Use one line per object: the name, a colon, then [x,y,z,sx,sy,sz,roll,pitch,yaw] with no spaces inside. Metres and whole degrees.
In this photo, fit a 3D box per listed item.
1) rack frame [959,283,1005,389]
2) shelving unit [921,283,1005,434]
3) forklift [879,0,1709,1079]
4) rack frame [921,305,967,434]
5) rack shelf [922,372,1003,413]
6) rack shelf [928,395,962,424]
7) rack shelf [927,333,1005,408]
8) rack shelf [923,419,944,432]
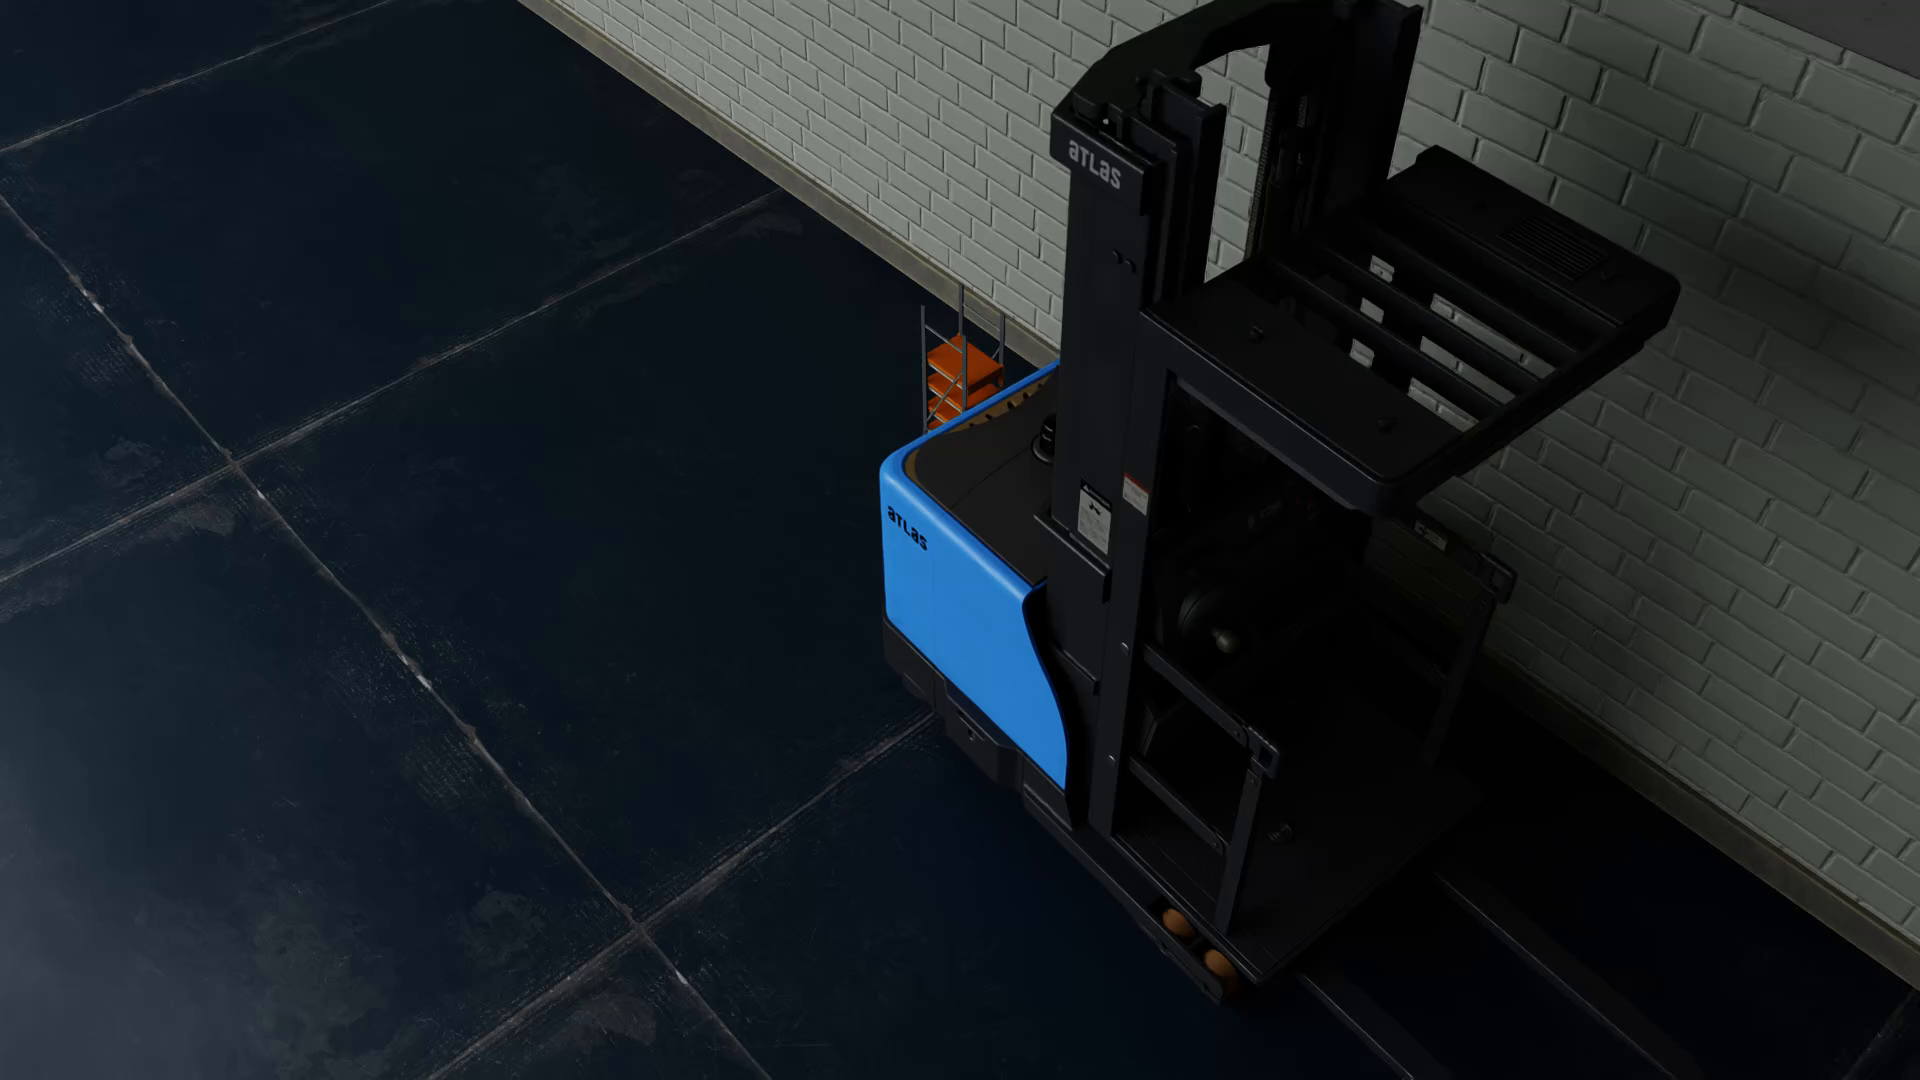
rack frame: [0.078,-0.459,6.411,0.006,1.200,0.240,-34,56,-27]
shelving unit: [0.011,-0.414,6.369,0.189,1.200,0.258,-34,56,-27]
forklift: [1.035,0.079,4.736,1.130,2.935,3.031,-31,55,-26]
rack frame: [-0.057,-0.369,6.327,0.006,1.200,0.240,-34,56,-27]
rack shelf: [0.011,-0.547,6.225,0.180,0.103,0.258,-34,56,-27]
rack shelf: [0.011,-0.465,6.313,0.180,0.103,0.258,-34,56,-27]
rack shelf: [0.011,-0.628,6.137,0.180,0.103,0.258,-34,56,-27]
rack shelf: [0.011,-0.384,6.402,0.180,0.103,0.258,-34,56,-27]
